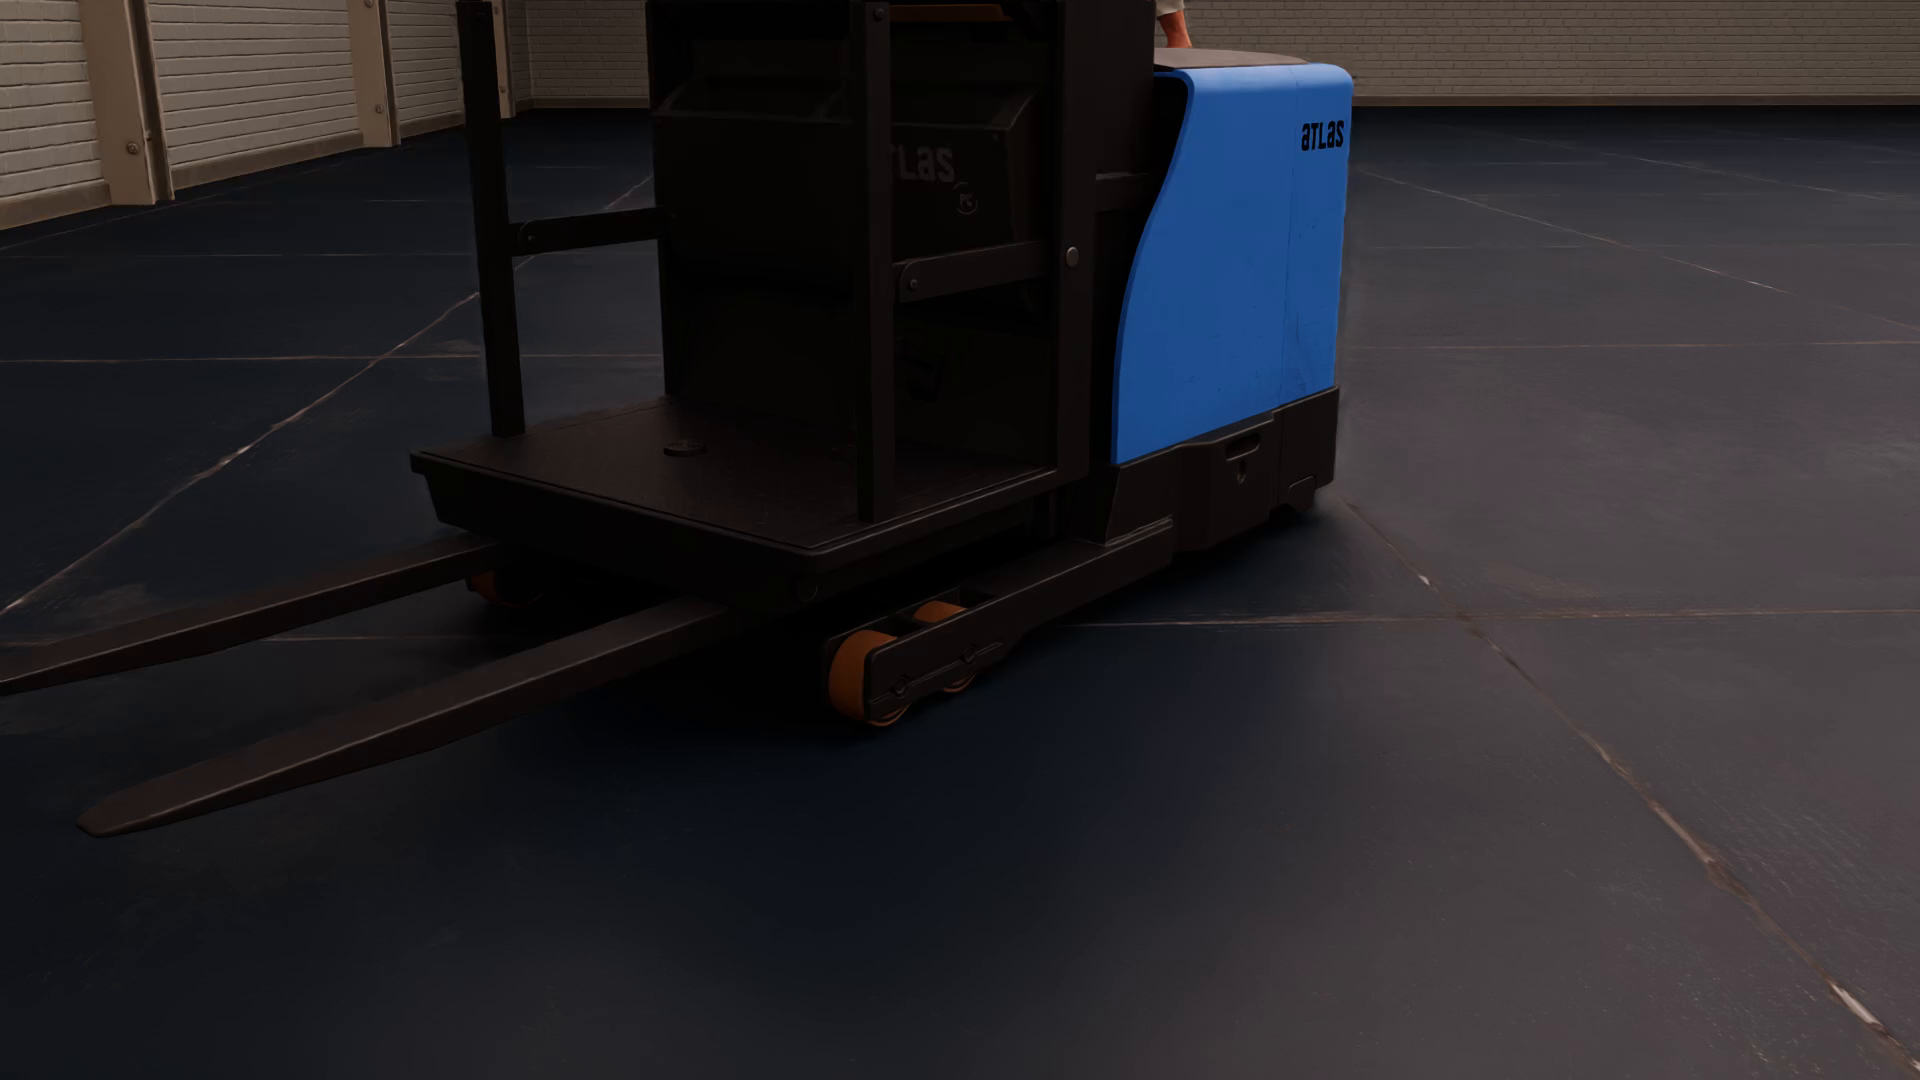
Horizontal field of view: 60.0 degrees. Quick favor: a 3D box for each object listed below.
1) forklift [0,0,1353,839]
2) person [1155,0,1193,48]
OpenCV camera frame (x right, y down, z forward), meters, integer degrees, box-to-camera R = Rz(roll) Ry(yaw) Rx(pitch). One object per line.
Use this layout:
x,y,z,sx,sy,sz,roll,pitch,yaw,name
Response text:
-0.366,-1.242,2.969,1.130,2.935,3.031,13,21,36,forklift
0.561,-1.794,6.765,0.812,1.766,0.590,-4,17,-11,person
